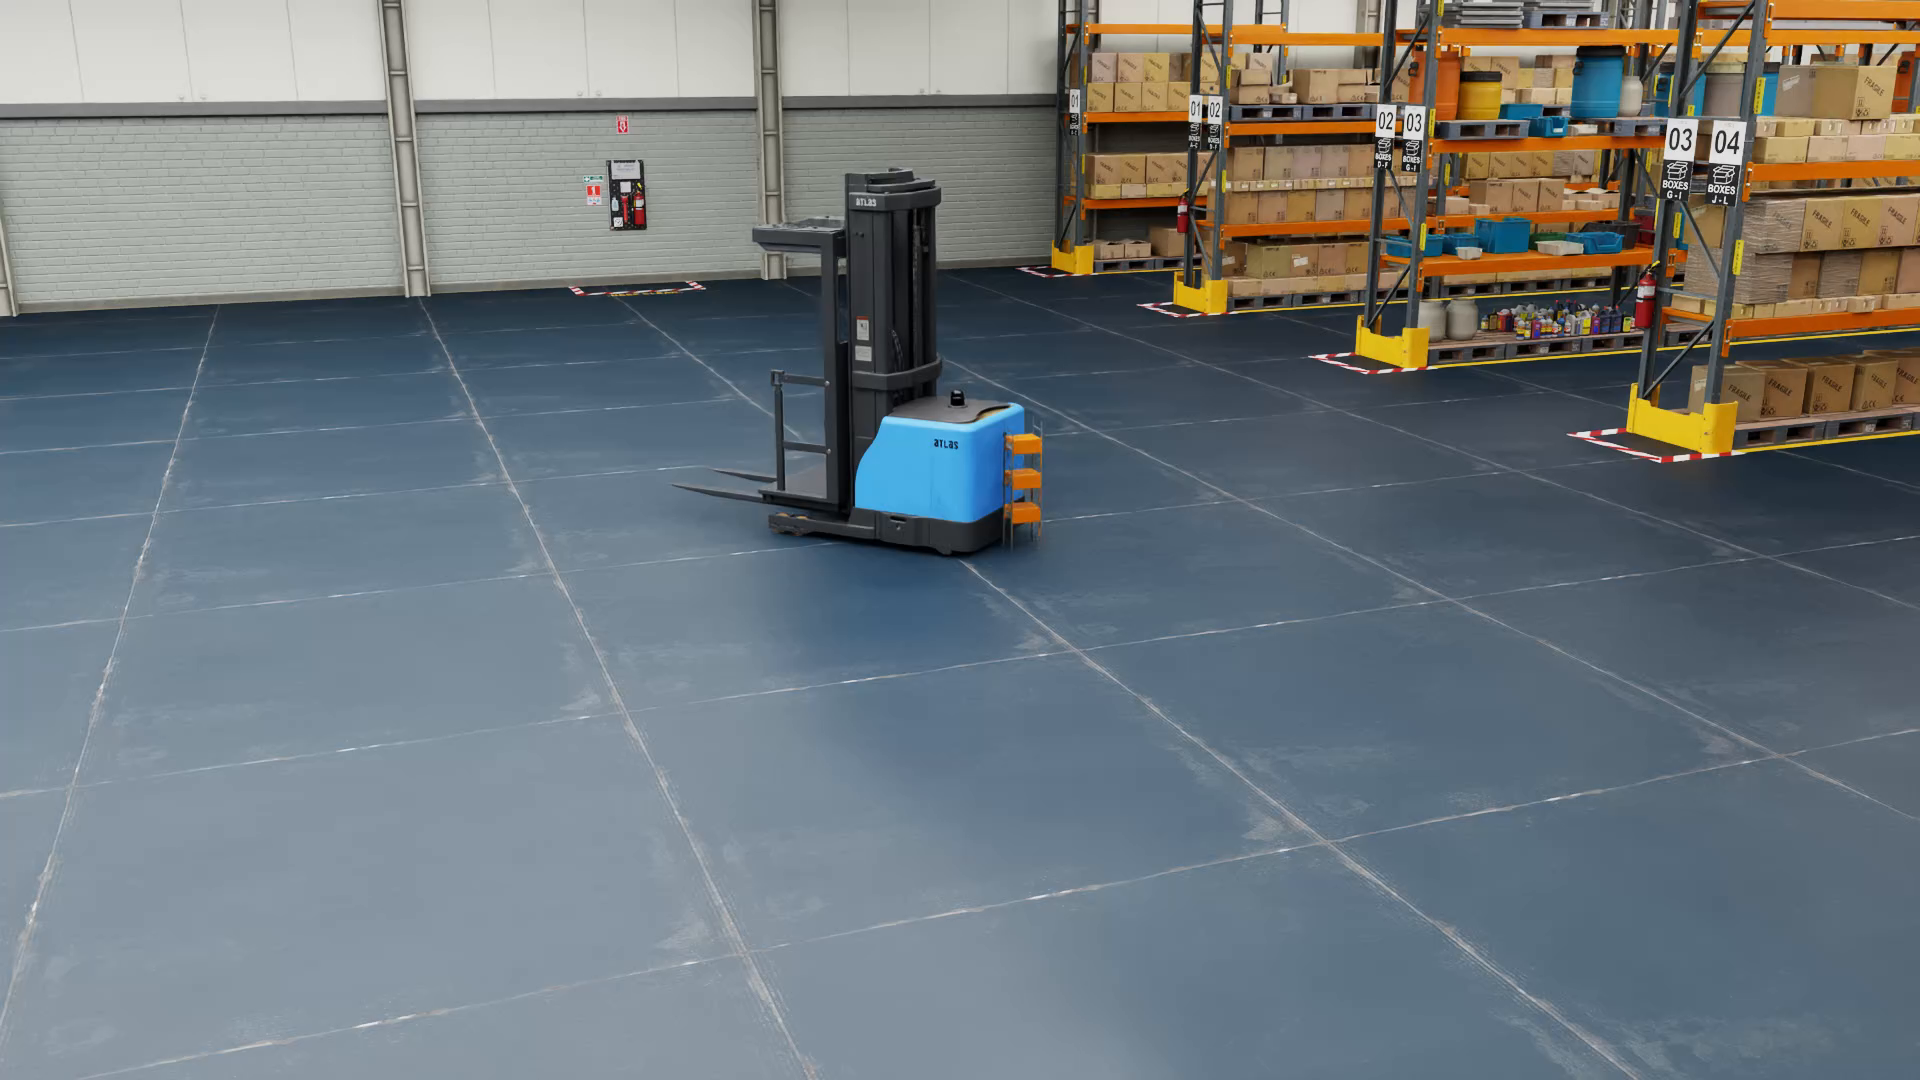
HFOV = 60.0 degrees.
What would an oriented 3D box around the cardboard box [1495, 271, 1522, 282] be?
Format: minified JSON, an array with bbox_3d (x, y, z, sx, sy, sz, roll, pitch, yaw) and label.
[{"bbox_3d":[8.913,-4.422,27.467,0.500,0.250,0.500,-7,18,-22],"label":"cardboard box"}]

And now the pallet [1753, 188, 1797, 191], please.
[{"bbox_3d":[14.172,-6.122,29.464,1.213,0.211,1.003,-6,17,-20],"label":"pallet"}]

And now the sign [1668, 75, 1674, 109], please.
[{"bbox_3d":[7.113,-4.462,16.574,0.005,0.325,0.100,-6,17,-20],"label":"sign"}]

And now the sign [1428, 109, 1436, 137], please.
[{"bbox_3d":[5.714,-5.051,20.136,0.005,0.325,0.100,-6,17,-20],"label":"sign"}]

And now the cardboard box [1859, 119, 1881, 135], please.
[{"bbox_3d":[8.860,-4.097,16.463,0.250,0.149,0.380,-7,18,-23],"label":"cardboard box"}]

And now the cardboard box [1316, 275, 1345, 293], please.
[{"bbox_3d":[5.734,-4.085,26.320,0.500,0.250,0.500,-6,17,-20],"label":"cardboard box"}]

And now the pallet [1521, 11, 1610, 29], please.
[{"bbox_3d":[7.355,-6.538,20.935,1.213,0.211,1.003,-6,17,-20],"label":"pallet"}]

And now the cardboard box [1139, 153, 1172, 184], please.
[{"bbox_3d":[3.479,-6.724,30.071,0.500,0.500,0.500,-7,18,-22],"label":"cardboard box"}]

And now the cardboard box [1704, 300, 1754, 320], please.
[{"bbox_3d":[7.645,-2.295,16.537,0.250,0.149,0.380,-6,17,-20],"label":"cardboard box"}]

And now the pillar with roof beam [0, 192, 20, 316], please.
[{"bbox_3d":[-12.948,-6.589,20.064,0.400,9.000,9.100,-6,17,-20],"label":"pillar with roof beam"}]

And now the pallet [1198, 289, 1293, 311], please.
[{"bbox_3d":[4.451,-3.807,26.187,1.213,0.211,1.003,-6,17,-20],"label":"pallet"}]

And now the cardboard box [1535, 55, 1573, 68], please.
[{"bbox_3d":[11.803,-9.514,33.059,0.500,0.250,0.500,-7,18,-22],"label":"cardboard box"}]

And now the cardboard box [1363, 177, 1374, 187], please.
[{"bbox_3d":[6.359,-5.633,26.129,0.250,0.149,0.380,-6,17,-20],"label":"cardboard box"}]

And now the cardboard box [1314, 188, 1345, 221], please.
[{"bbox_3d":[5.637,-5.305,26.163,0.500,0.500,0.700,-6,17,-18],"label":"cardboard box"}]

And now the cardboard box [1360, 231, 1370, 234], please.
[{"bbox_3d":[7.816,-6.013,32.405,0.500,0.500,0.700,-6,17,-20],"label":"cardboard box"}]

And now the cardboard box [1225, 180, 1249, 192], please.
[{"bbox_3d":[4.195,-5.399,25.330,0.250,0.149,0.380,-6,18,-20],"label":"cardboard box"}]

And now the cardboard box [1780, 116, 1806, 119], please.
[{"bbox_3d":[8.444,-4.194,16.791,0.250,0.149,0.380,-6,17,-19],"label":"cardboard box"}]

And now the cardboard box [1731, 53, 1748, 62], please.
[{"bbox_3d":[15.859,-9.756,34.186,0.500,0.500,0.500,-6,17,-18],"label":"cardboard box"}]

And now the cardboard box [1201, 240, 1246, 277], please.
[{"bbox_3d":[4.146,-4.431,26.167,0.500,0.500,0.500,-6,17,-20],"label":"cardboard box"}]

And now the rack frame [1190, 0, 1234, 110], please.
[{"bbox_3d":[3.752,-7.935,24.649,0.127,3.000,1.000,-6,17,-20],"label":"rack frame"}]

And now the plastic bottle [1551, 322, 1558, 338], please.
[{"bbox_3d":[7.831,-2.777,21.916,0.097,0.201,0.097,0,16,0],"label":"plastic bottle"}]

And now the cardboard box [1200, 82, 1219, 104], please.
[{"bbox_3d":[4.347,-8.030,30.083,0.500,0.500,0.500,-7,18,-22],"label":"cardboard box"}]

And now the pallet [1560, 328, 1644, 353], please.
[{"bbox_3d":[8.614,-2.762,22.628,1.213,0.211,1.003,-6,17,-20],"label":"pallet"}]

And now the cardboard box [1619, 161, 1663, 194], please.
[{"bbox_3d":[11.770,-6.206,28.484,0.500,0.500,0.700,-13,21,-38],"label":"cardboard box"}]

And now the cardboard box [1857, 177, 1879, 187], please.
[{"bbox_3d":[16.008,-6.347,29.709,0.500,0.500,0.500,-6,17,-19],"label":"cardboard box"}]

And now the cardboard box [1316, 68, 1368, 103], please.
[{"bbox_3d":[5.904,-7.084,25.899,0.637,0.503,0.797,-4,17,-14],"label":"cardboard box"}]

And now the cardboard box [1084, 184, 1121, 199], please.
[{"bbox_3d":[2.545,-6.263,29.832,0.500,0.250,0.500,-7,18,-22],"label":"cardboard box"}]

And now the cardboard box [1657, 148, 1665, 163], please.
[{"bbox_3d":[14.377,-7.836,34.426,0.700,0.700,0.980,-7,18,-21],"label":"cardboard box"}]

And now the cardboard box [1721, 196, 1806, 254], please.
[{"bbox_3d":[7.904,-3.104,16.365,0.500,0.500,0.500,-6,17,-20],"label":"cardboard box"}]

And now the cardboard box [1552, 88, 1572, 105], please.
[{"bbox_3d":[9.797,-7.259,27.191,0.500,0.250,0.500,-7,18,-21],"label":"cardboard box"}]

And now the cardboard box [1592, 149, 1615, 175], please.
[{"bbox_3d":[12.840,-7.657,33.608,0.500,0.500,0.500,-6,18,-21],"label":"cardboard box"}]

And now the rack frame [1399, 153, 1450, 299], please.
[{"bbox_3d":[7.487,-5.460,26.867,0.127,3.000,1.000,-6,17,-20],"label":"rack frame"}]

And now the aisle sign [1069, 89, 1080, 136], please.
[{"bbox_3d":[2.016,-7.521,29.271,0.004,0.787,0.394,-6,17,-20],"label":"aisle sign"}]

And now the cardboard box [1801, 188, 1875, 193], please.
[{"bbox_3d":[9.121,-3.391,17.341,0.500,0.500,0.500,-6,17,-20],"label":"cardboard box"}]

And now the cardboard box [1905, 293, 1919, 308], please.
[{"bbox_3d":[9.748,-2.521,17.304,0.250,0.149,0.380,-6,17,-20],"label":"cardboard box"}]

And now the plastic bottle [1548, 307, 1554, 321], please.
[{"bbox_3d":[8.054,-3.042,22.696,0.097,0.271,0.097,0,16,0],"label":"plastic bottle"}]

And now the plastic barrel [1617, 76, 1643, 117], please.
[{"bbox_3d":[8.784,-5.859,21.958,0.421,0.512,0.421,0,16,0],"label":"plastic barrel"}]

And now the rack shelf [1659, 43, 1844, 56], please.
[{"bbox_3d":[13.090,-8.406,28.240,4.000,0.370,1.077,-6,17,-20],"label":"rack shelf"}]

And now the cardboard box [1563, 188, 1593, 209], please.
[{"bbox_3d":[10.318,-5.781,28.119,0.500,0.311,0.500,-6,18,-21],"label":"cardboard box"}]

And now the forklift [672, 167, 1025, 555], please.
[{"bbox_3d":[-1.010,-1.559,13.707,3.031,2.935,1.130,8,18,26],"label":"forklift"}]

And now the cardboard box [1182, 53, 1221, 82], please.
[{"bbox_3d":[4.348,-8.504,29.923,0.500,0.500,0.500,-7,18,-22],"label":"cardboard box"}]

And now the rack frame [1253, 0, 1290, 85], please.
[{"bbox_3d":[5.711,-9.641,30.459,0.127,3.000,1.000,-6,17,-20],"label":"rack frame"}]

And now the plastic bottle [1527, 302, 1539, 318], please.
[{"bbox_3d":[7.781,-3.062,22.623,0.185,0.351,0.144,-6,18,-21],"label":"plastic bottle"}]

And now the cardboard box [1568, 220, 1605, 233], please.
[{"bbox_3d":[12.621,-6.640,33.955,0.750,0.750,0.750,-6,17,-19],"label":"cardboard box"}]

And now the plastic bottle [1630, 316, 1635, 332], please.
[{"bbox_3d":[9.029,-2.906,22.356,0.097,0.201,0.097,0,16,0],"label":"plastic bottle"}]

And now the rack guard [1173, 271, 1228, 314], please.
[{"bbox_3d":[3.729,-3.855,25.838,0.348,0.500,1.175,-6,17,-20],"label":"rack guard"}]

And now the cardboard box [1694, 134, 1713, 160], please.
[{"bbox_3d":[7.652,-3.933,16.609,0.500,0.250,0.500,-6,17,-19],"label":"cardboard box"}]

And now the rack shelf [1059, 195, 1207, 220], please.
[{"bbox_3d":[3.843,-6.216,30.719,4.000,0.370,1.077,-6,17,-20],"label":"rack shelf"}]

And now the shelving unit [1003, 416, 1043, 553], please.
[{"bbox_3d":[0.497,-0.442,13.238,0.252,1.050,0.215,-5,17,-18],"label":"shelving unit"}]

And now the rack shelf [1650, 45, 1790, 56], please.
[{"bbox_3d":[15.049,-10.112,34.050,4.000,0.370,1.077,-6,17,-20],"label":"rack shelf"}]

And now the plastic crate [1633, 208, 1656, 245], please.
[{"bbox_3d":[9.599,-4.316,22.859,0.583,0.464,0.402,-6,17,-20],"label":"plastic crate"}]

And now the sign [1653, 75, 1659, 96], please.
[{"bbox_3d":[11.413,-7.442,27.234,0.005,0.325,0.100,-6,17,-20],"label":"sign"}]

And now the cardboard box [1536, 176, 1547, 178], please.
[{"bbox_3d":[11.513,-7.210,33.236,0.250,0.149,0.380,-6,17,-18],"label":"cardboard box"}]
